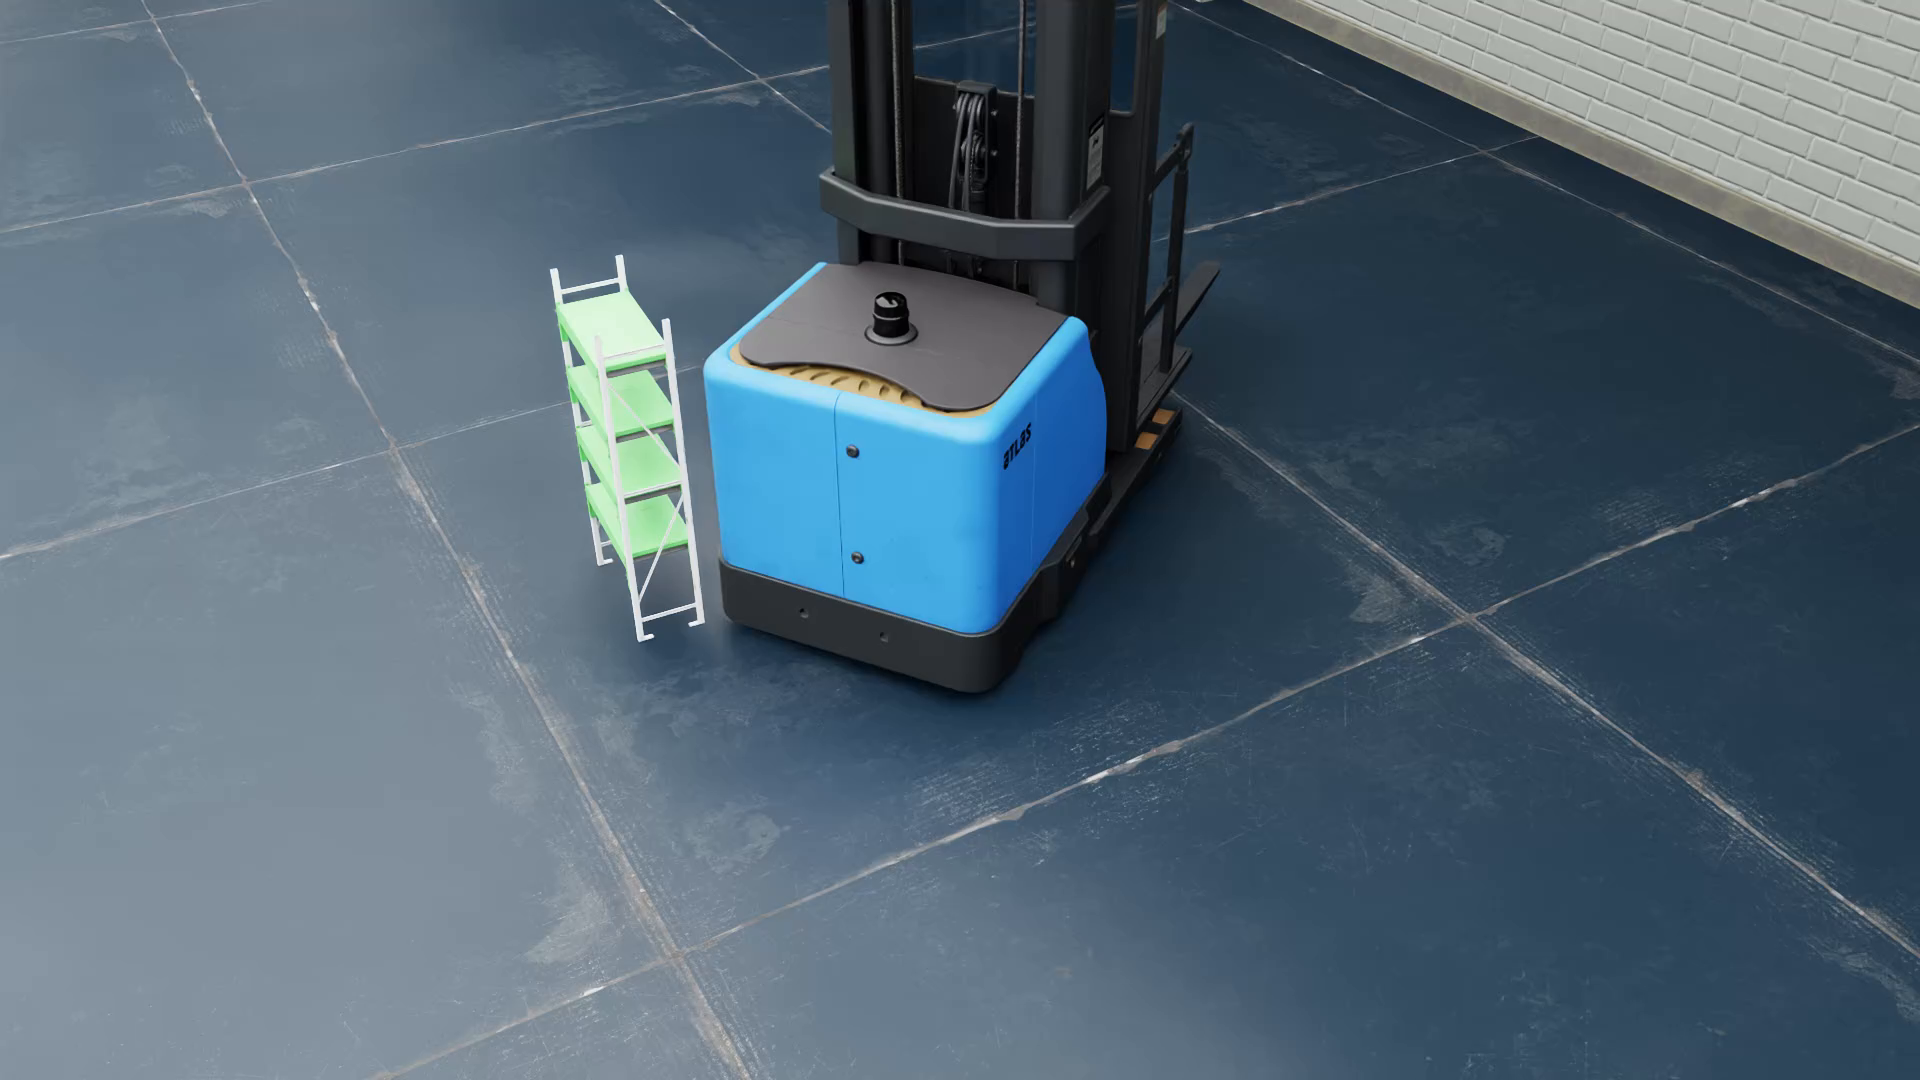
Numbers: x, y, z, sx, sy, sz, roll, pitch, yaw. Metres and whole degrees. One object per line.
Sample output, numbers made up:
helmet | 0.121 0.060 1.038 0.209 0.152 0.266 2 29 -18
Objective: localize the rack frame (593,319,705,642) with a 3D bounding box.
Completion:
rack frame | -1.009 -0.166 5.460 0.240 1.200 0.015 -16 39 -21

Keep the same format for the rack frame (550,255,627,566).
rack frame | -1.225 -0.424 5.813 0.240 1.200 0.015 -16 39 -21

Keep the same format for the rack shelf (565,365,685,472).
rack shelf | -1.117 -0.437 5.533 0.258 0.148 0.480 -16 39 -21

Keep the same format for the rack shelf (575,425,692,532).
rack shelf | -1.117 -0.243 5.674 0.258 0.148 0.480 -16 39 -21

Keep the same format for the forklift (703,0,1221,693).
forklift | 0.251 -1.544 5.879 1.130 2.935 3.031 15 39 20

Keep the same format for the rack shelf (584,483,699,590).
rack shelf | -1.117 -0.050 5.816 0.258 0.148 0.480 -16 39 -21

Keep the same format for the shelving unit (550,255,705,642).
shelving unit | -1.117 -0.295 5.637 0.258 1.200 0.503 -16 39 -21

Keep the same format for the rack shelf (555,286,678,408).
rack shelf | -1.117 -0.631 5.391 0.258 0.148 0.480 -16 39 -21
